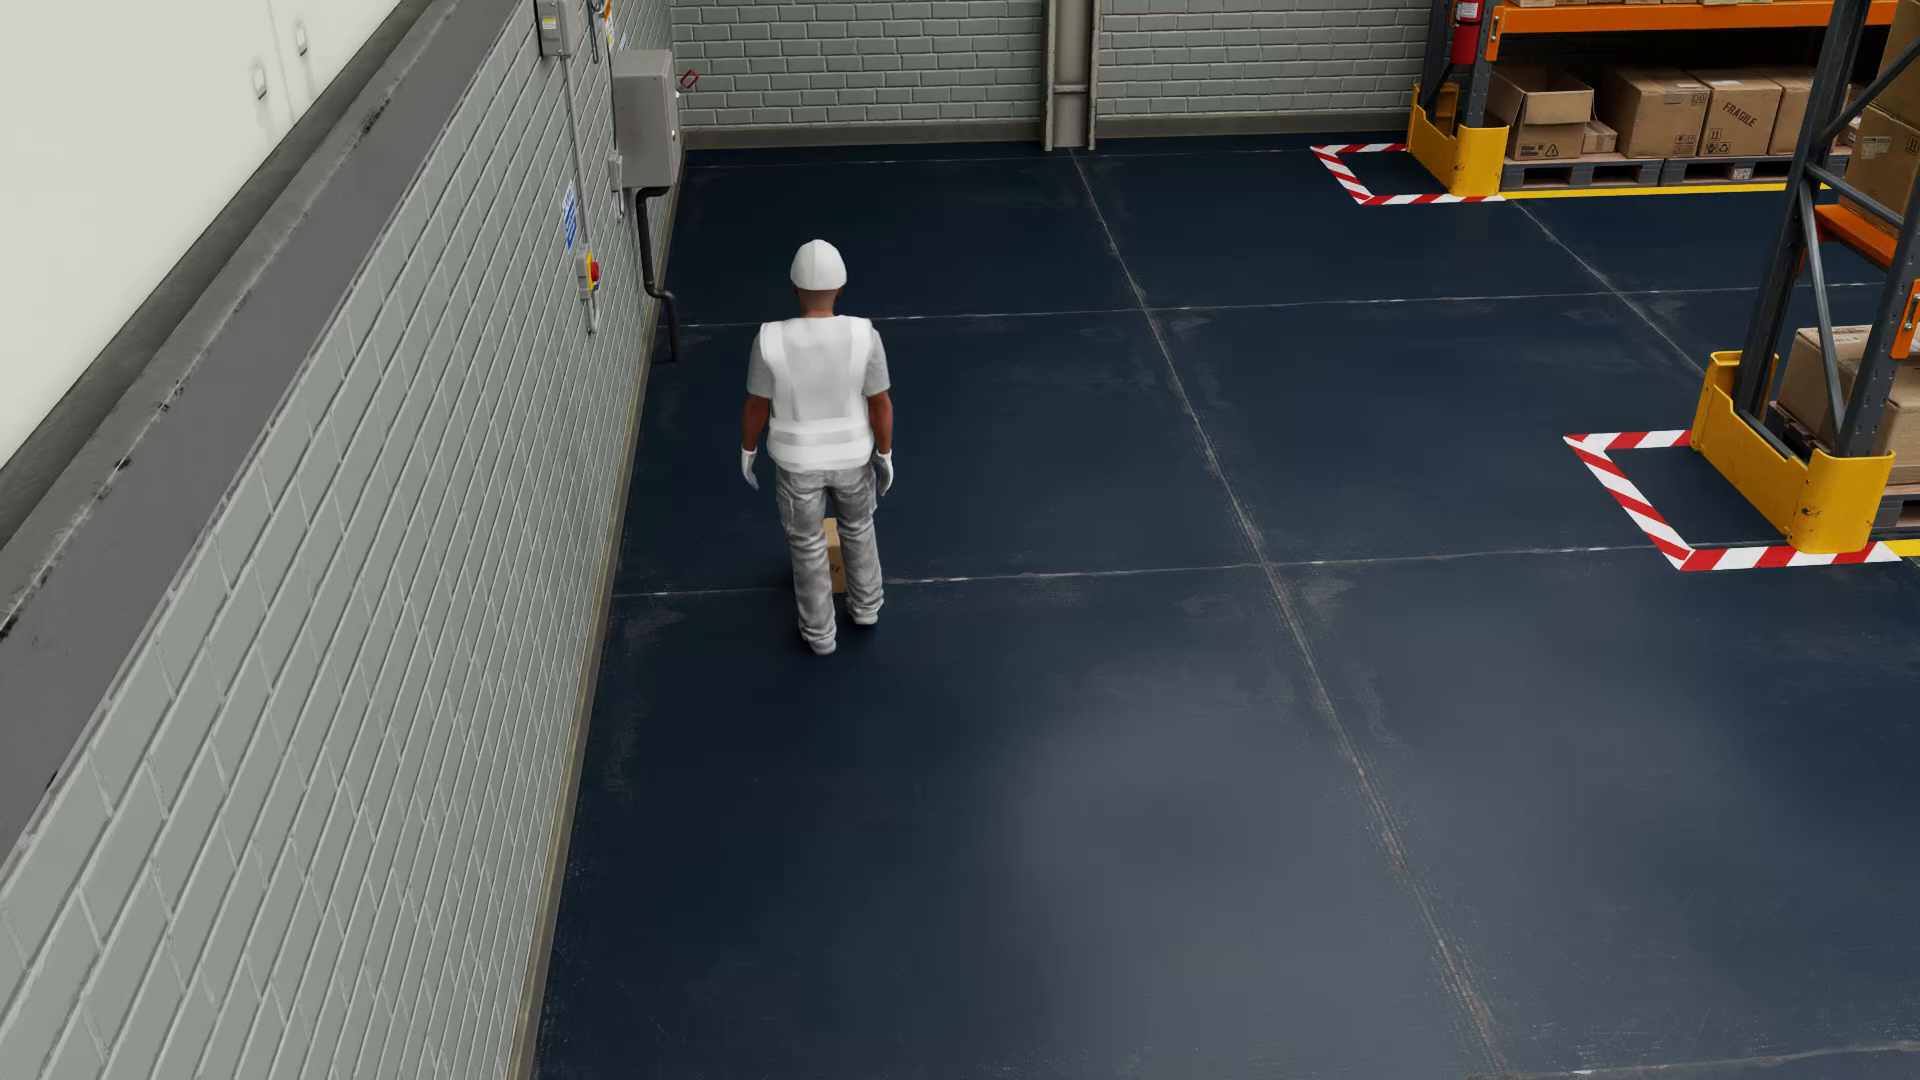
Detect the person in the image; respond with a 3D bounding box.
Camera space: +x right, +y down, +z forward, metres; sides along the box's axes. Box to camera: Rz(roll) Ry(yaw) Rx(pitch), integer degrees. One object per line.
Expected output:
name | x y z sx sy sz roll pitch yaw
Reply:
person | -0.594 -0.364 6.742 0.594 1.825 0.517 -7 32 -12
